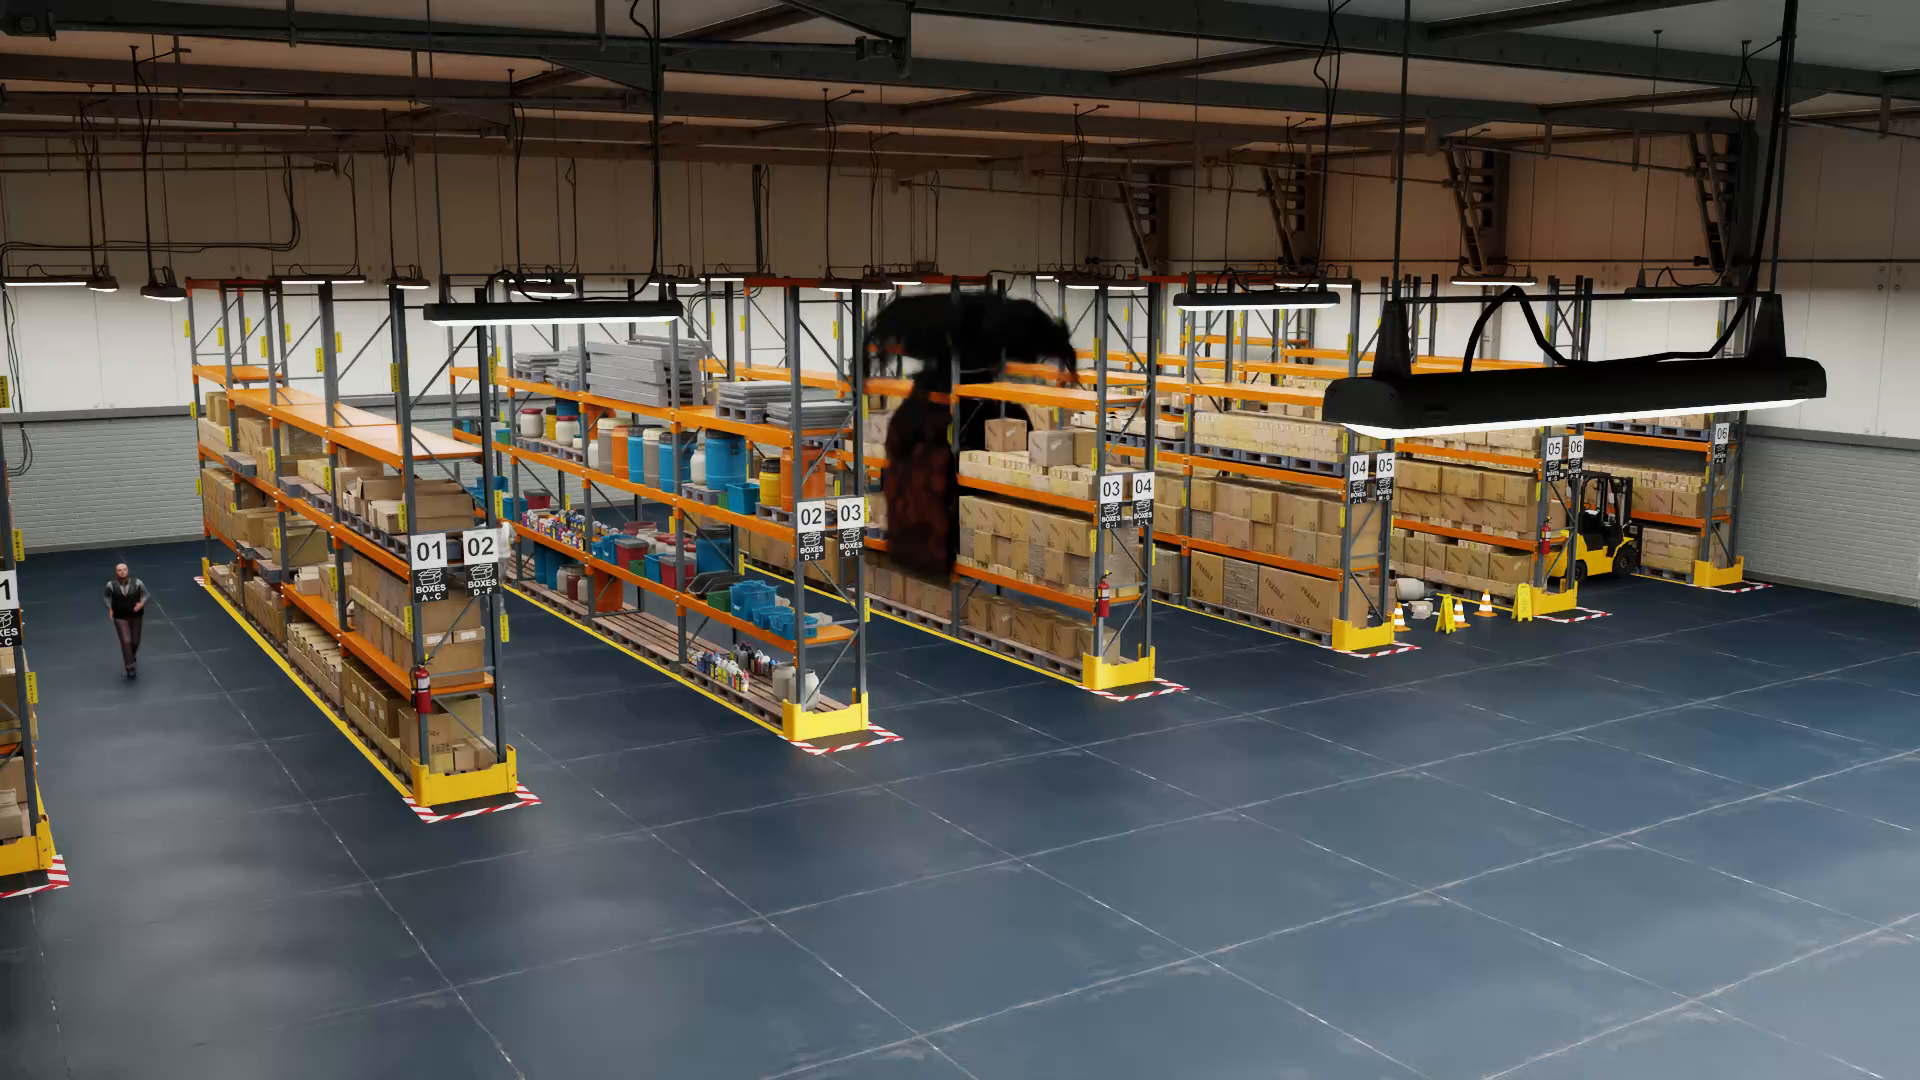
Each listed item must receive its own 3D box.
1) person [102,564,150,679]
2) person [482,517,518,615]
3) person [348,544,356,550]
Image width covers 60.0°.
[{"bbox_3d":[-12.779,1.202,25.547,0.655,1.717,0.892,-6,11,-32],"label":"person"},{"bbox_3d":[-7.993,0.349,28.875,0.652,1.861,0.789,-7,12,-36],"label":"person"},{"bbox_3d":[-11.698,0.059,32.518,0.606,1.705,0.646,6,12,34],"label":"person"}]
